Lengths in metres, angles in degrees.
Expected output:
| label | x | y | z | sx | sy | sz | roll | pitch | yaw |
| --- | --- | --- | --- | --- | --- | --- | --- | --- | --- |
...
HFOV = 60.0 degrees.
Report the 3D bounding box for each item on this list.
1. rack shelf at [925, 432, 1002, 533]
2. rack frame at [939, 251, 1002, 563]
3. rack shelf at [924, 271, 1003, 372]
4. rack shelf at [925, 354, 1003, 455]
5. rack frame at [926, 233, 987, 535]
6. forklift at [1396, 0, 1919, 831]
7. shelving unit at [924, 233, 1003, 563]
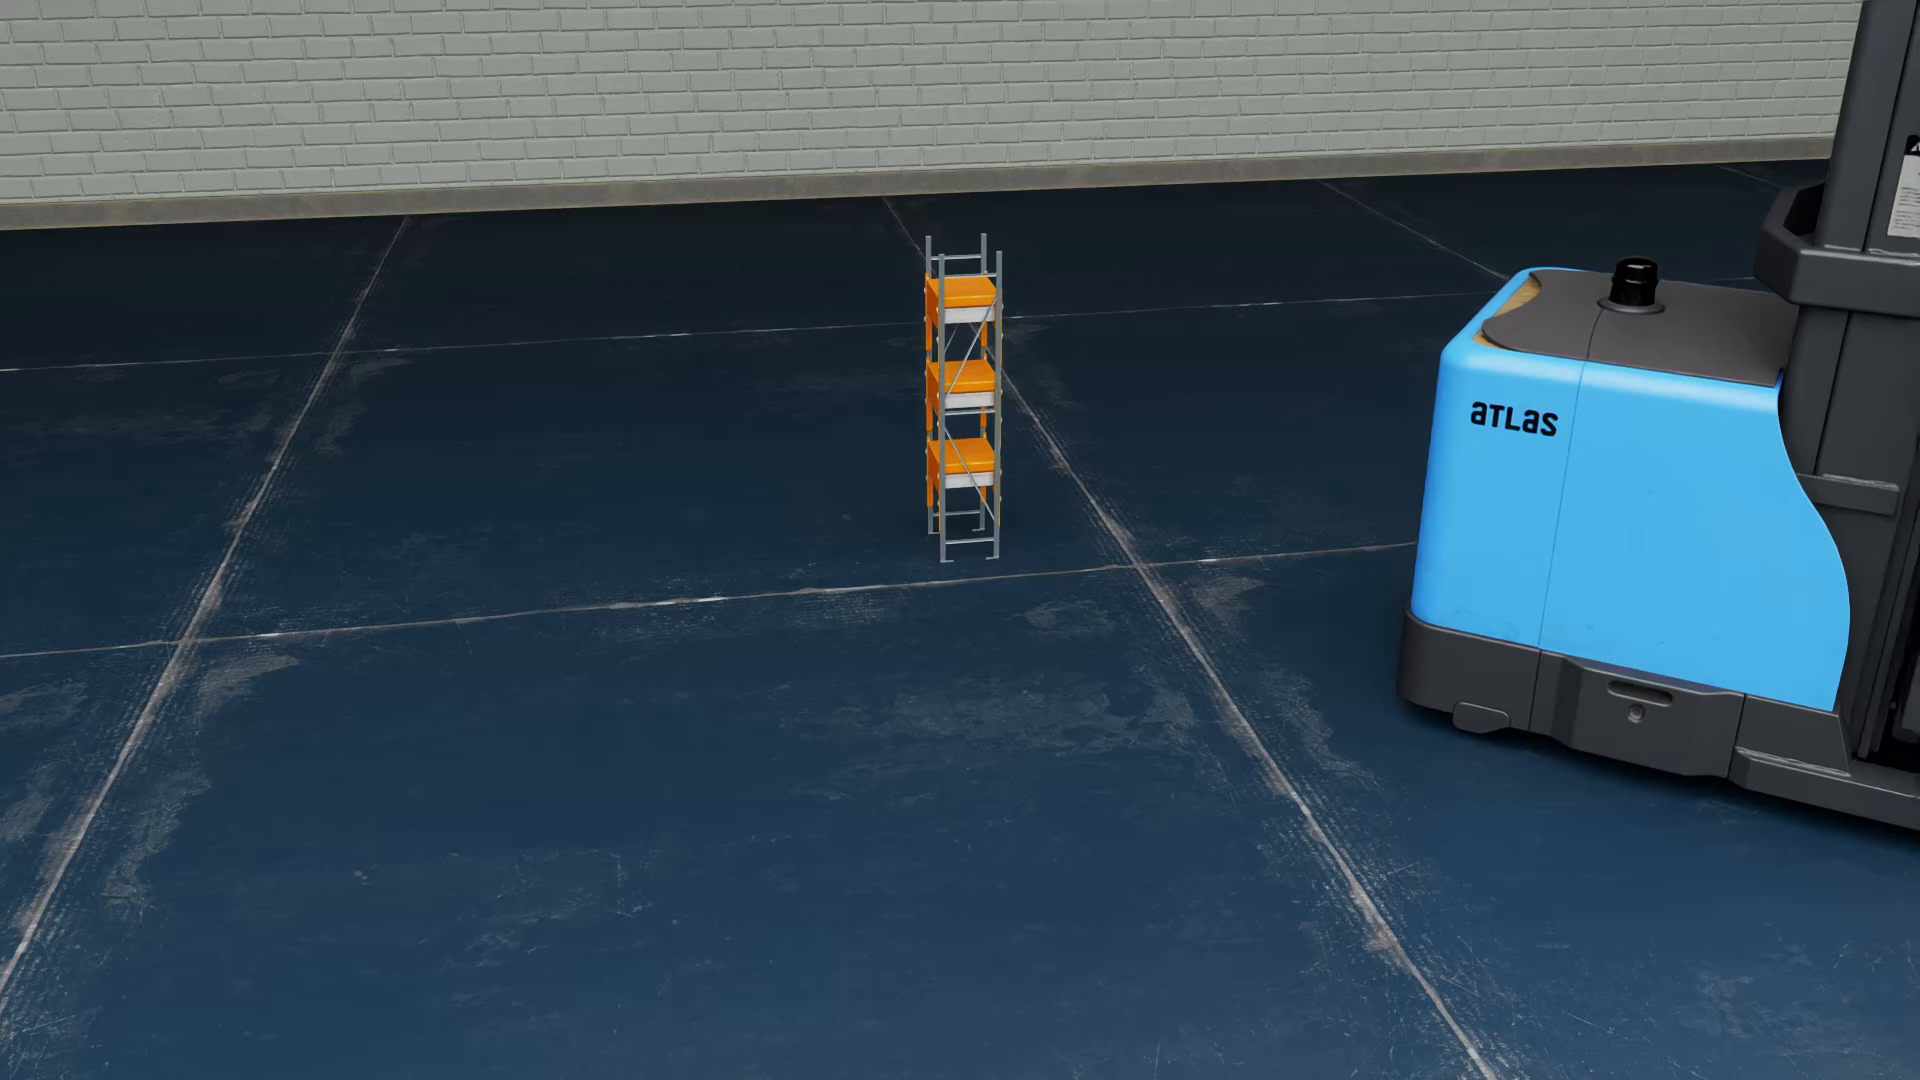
| label | x | y | z | sx | sy | sz | roll | pitch | yaw |
| --- | --- | --- | --- | --- | --- | --- | --- | --- | --- |
| rack shelf | 0.010 | -0.196 | 5.607 | 0.215 | 0.259 | 0.240 | -4 | 24 | -10 |
| rack frame | 0.032 | -0.412 | 5.382 | 0.200 | 1.050 | 0.008 | -4 | 24 | -10 |
| rack shelf | 0.010 | -0.710 | 5.382 | 0.215 | 0.259 | 0.240 | -4 | 24 | -10 |
| rack shelf | 0.010 | -0.450 | 5.496 | 0.215 | 0.259 | 0.240 | -4 | 24 | -10 |
| rack frame | -0.013 | -0.508 | 5.602 | 0.200 | 1.050 | 0.008 | -4 | 24 | -10 |
| forklift | 2.752 | -0.732 | 3.765 | 3.031 | 2.935 | 1.130 | 13 | 27 | 26 |
| shelving unit | 0.010 | -0.460 | 5.492 | 0.215 | 1.050 | 0.252 | -4 | 24 | -10 |
